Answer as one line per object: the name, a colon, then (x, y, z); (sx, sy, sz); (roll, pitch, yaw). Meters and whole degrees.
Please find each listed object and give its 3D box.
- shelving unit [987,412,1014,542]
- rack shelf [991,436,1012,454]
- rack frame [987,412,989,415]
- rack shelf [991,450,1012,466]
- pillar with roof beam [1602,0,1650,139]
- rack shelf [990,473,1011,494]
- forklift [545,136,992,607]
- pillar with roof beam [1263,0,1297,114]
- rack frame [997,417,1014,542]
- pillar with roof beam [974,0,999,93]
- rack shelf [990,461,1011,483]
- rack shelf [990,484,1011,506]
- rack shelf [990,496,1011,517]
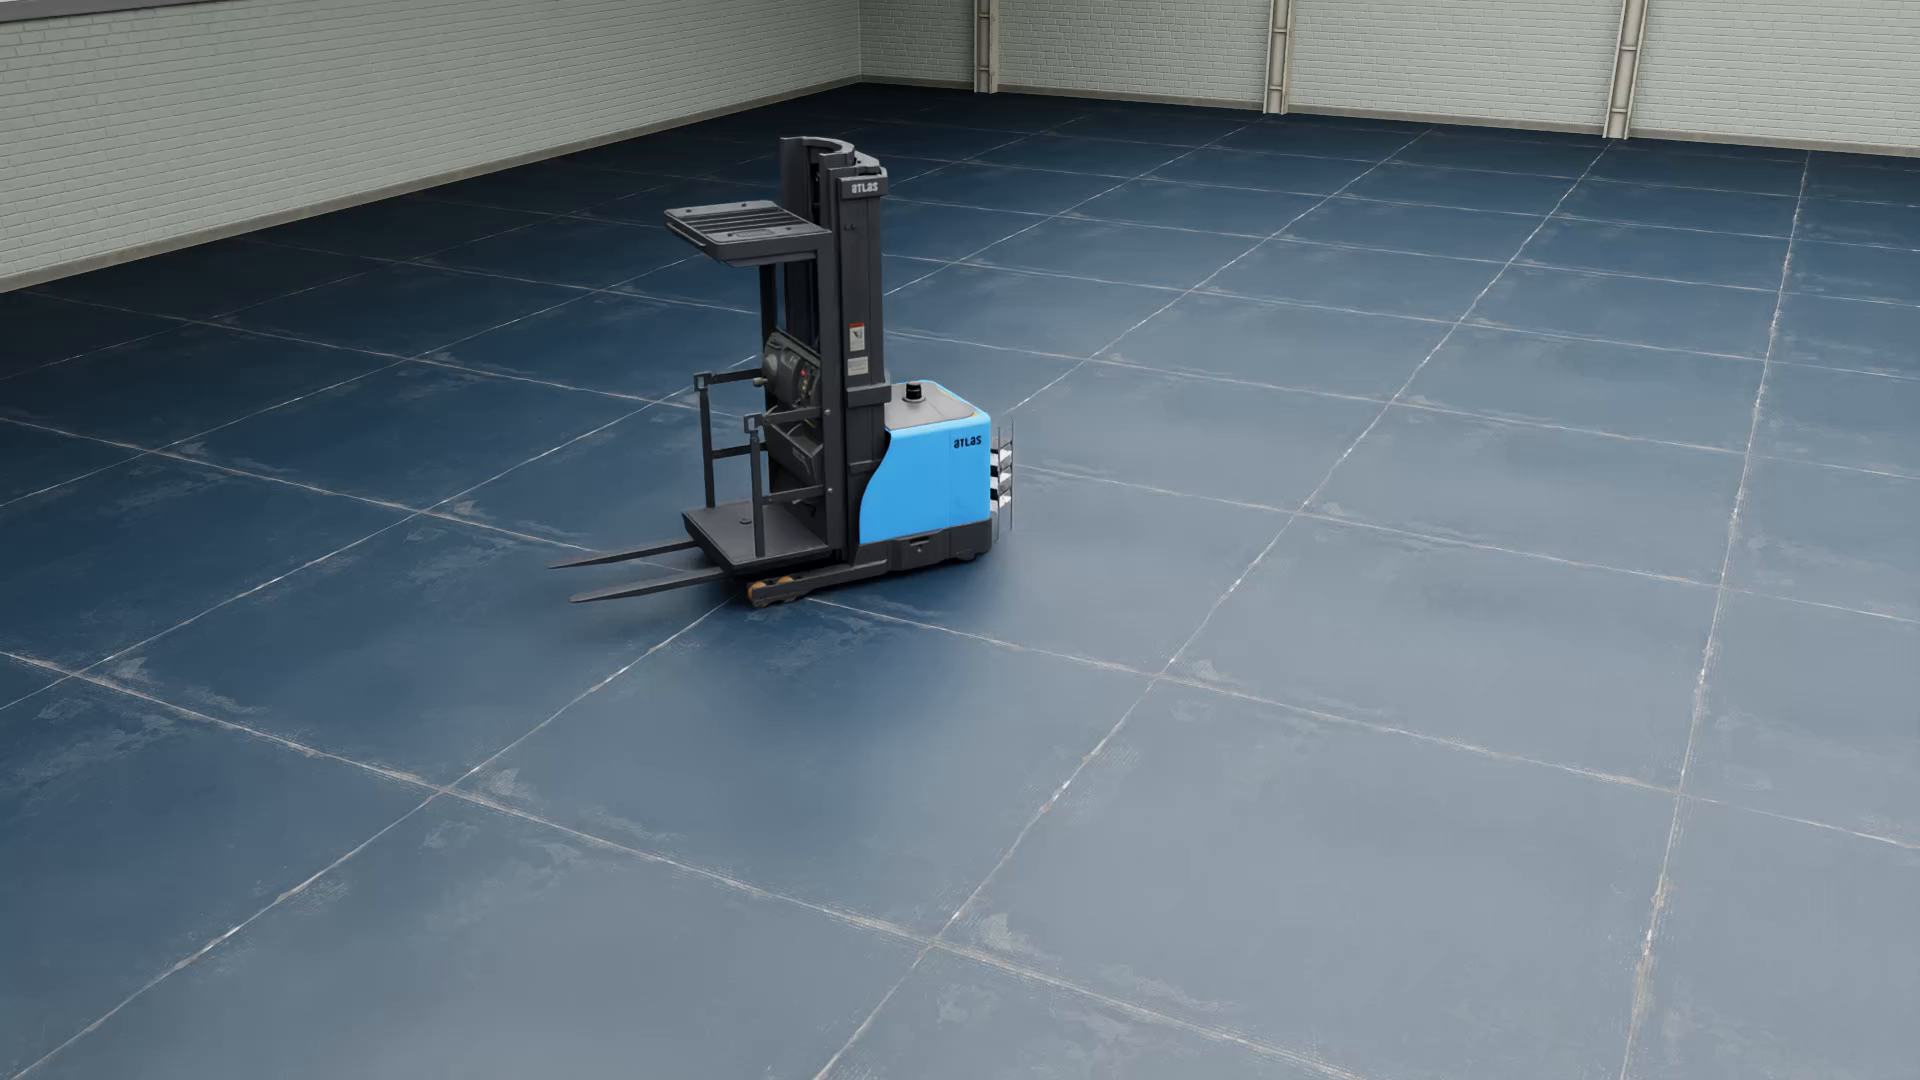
shelving unit: (0.243, -0.458, 12.176); (0.210, 0.900, 0.258); (12, 26, 25)
rack shelf: (0.243, -0.675, 12.084); (0.200, 0.077, 0.258); (12, 26, 25)
rack frame: (0.153, -0.476, 12.220); (0.006, 0.900, 0.240); (12, 26, 25)
rack shelf: (0.243, -0.593, 12.119); (0.200, 0.077, 0.258); (12, 26, 25)
pillar with roof beam: (9.288, -9.540, 23.183); (0.400, 9.000, 9.100); (11, 25, 25)
rack shelf: (0.243, -0.427, 12.189); (0.200, 0.077, 0.258); (12, 26, 25)
forklift: (-1.320, -1.131, 11.164); (3.031, 2.935, 1.130); (-11, 26, -25)
pillar with roof beam: (3.934, -10.599, 25.674); (0.400, 9.000, 9.100); (11, 25, 25)
rack frame: (0.333, -0.439, 12.133); (0.006, 0.900, 0.240); (12, 26, 25)
pillar with roof beam: (-1.421, -11.658, 28.165); (0.400, 9.000, 9.100); (11, 25, 25)
rack shelf: (0.243, -0.510, 12.154); (0.200, 0.077, 0.258); (12, 26, 25)
rack shelf: (0.243, -0.344, 12.225); (0.200, 0.077, 0.258); (12, 26, 25)
rack shelf: (0.243, -0.261, 12.260); (0.200, 0.077, 0.258); (12, 26, 25)
